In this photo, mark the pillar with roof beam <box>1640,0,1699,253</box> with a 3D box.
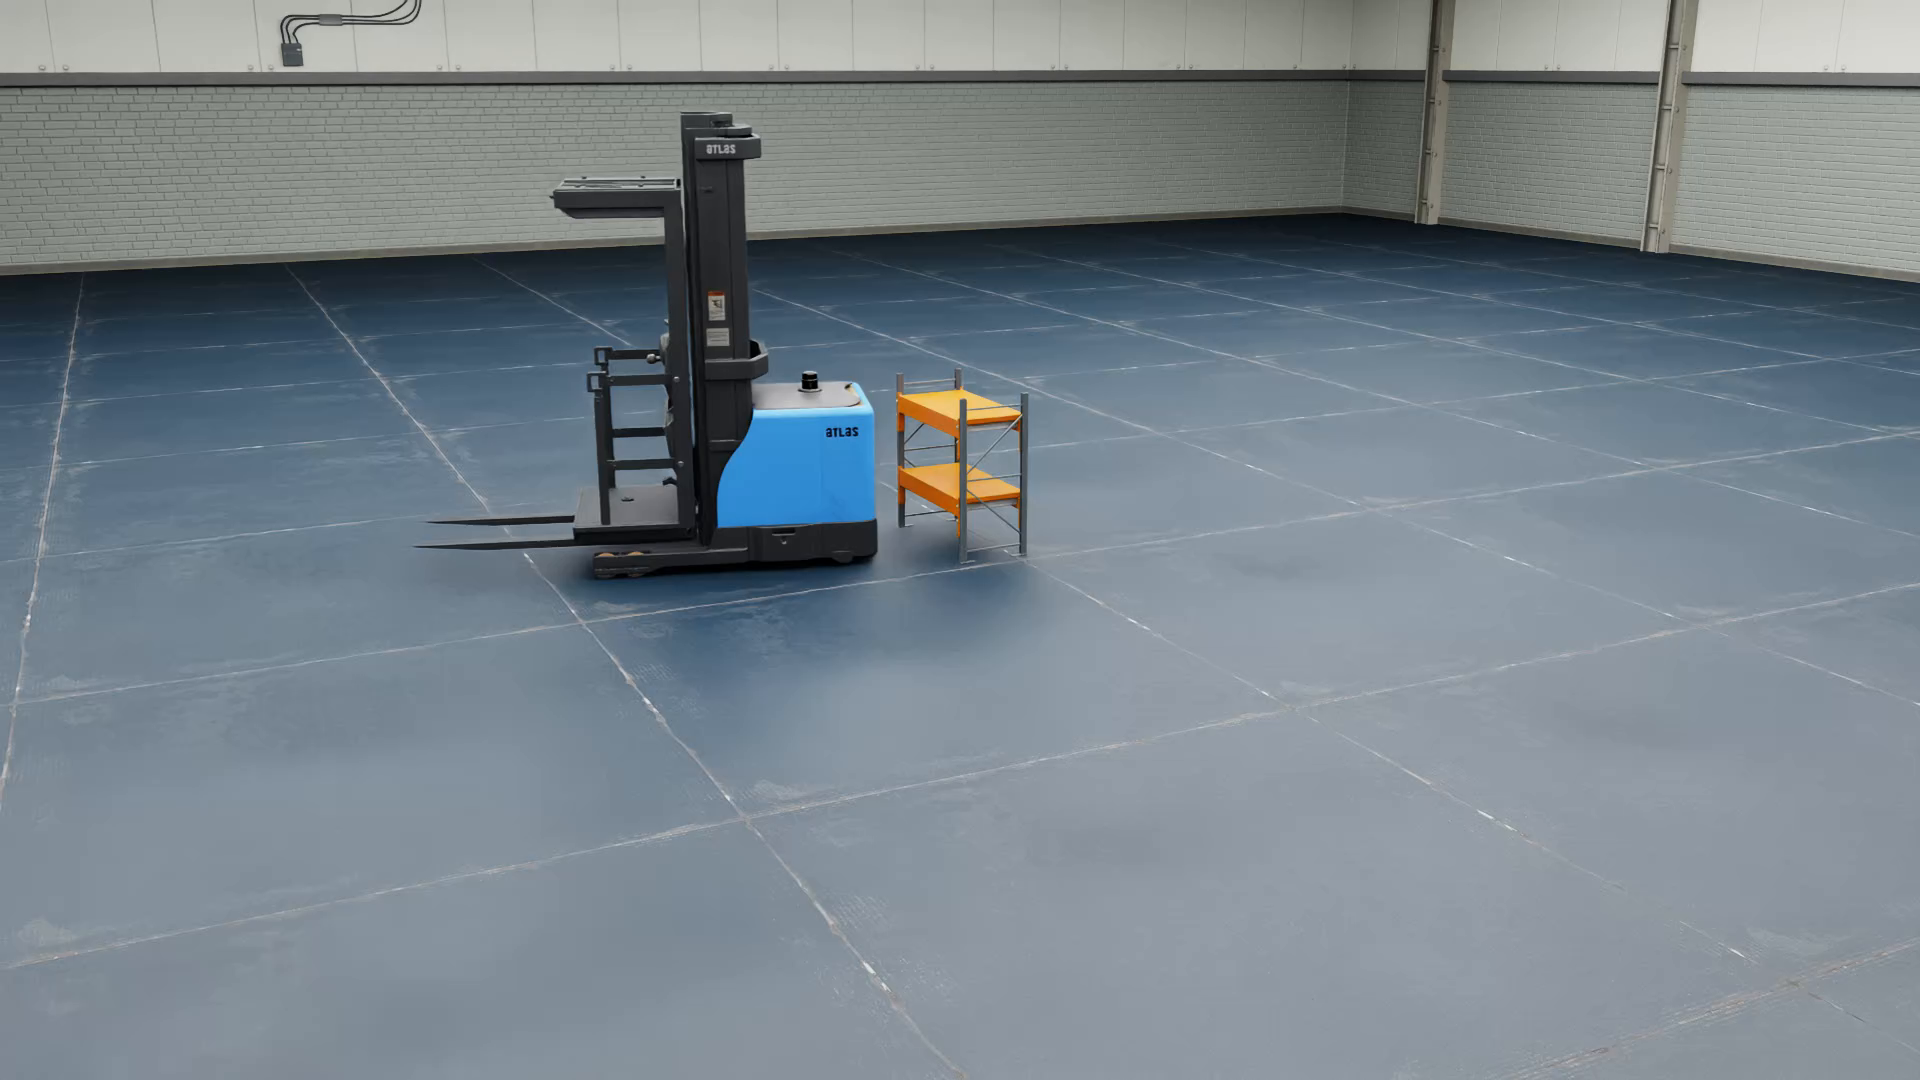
[{"bbox_3d":[8.546,-8.961,26.662,9.100,9.000,0.400,-8,18,-25],"label":"pillar with roof beam"}]

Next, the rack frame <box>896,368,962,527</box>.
[{"bbox_3d":[-0.220,-0.665,12.029,0.500,1.125,0.032,-8,18,-25],"label":"rack frame"}]

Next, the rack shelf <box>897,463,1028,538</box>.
[{"bbox_3d":[0.003,-0.304,11.657,0.538,0.278,1.000,-8,18,-25],"label":"rack shelf"}]

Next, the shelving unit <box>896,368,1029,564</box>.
[{"bbox_3d":[0.003,-0.539,11.590,0.538,1.125,1.048,-8,18,-25],"label":"shelving unit"}]

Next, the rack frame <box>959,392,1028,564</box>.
[{"bbox_3d":[0.226,-0.413,11.150,0.500,1.125,0.032,-8,18,-25],"label":"rack frame"}]

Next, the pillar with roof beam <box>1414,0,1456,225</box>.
[{"bbox_3d":[5.917,-10.449,31.847,9.100,9.000,0.400,-8,18,-25],"label":"pillar with roof beam"}]

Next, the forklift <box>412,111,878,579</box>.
[{"bbox_3d":[-2.119,-1.313,11.012,3.031,2.935,1.130,-3,16,-9],"label":"forklift"}]

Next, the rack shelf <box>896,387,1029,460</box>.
[{"bbox_3d":[0.003,-0.820,11.509,0.538,0.278,1.000,-8,18,-25],"label":"rack shelf"}]

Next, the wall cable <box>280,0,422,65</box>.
[{"bbox_3d":[-10.090,-10.830,27.012,2.305,6.003,0.169,-8,18,-25],"label":"wall cable"}]
